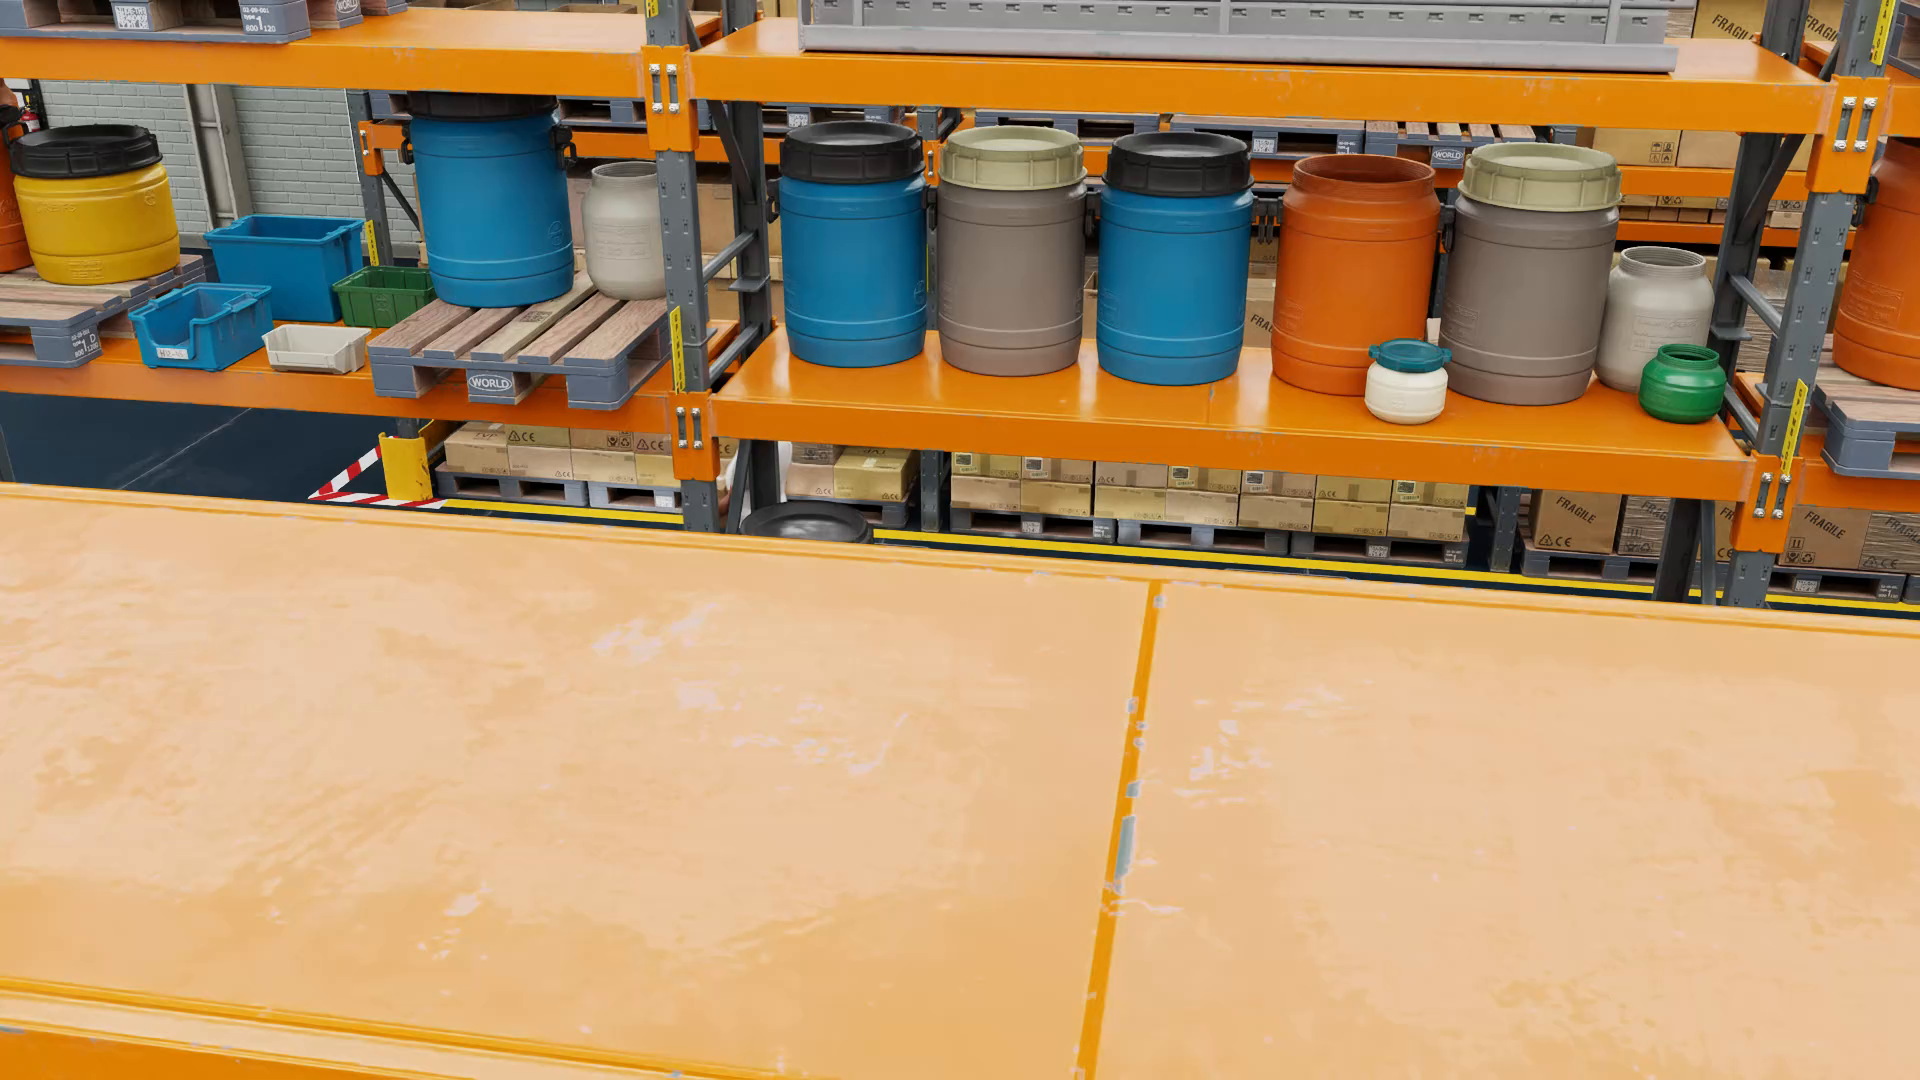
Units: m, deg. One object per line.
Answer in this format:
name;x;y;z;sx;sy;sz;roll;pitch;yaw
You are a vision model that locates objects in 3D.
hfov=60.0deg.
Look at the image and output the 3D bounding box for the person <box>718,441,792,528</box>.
person;-1.302;-0.076;10.007;0.573;1.781;0.493;4;25;8
